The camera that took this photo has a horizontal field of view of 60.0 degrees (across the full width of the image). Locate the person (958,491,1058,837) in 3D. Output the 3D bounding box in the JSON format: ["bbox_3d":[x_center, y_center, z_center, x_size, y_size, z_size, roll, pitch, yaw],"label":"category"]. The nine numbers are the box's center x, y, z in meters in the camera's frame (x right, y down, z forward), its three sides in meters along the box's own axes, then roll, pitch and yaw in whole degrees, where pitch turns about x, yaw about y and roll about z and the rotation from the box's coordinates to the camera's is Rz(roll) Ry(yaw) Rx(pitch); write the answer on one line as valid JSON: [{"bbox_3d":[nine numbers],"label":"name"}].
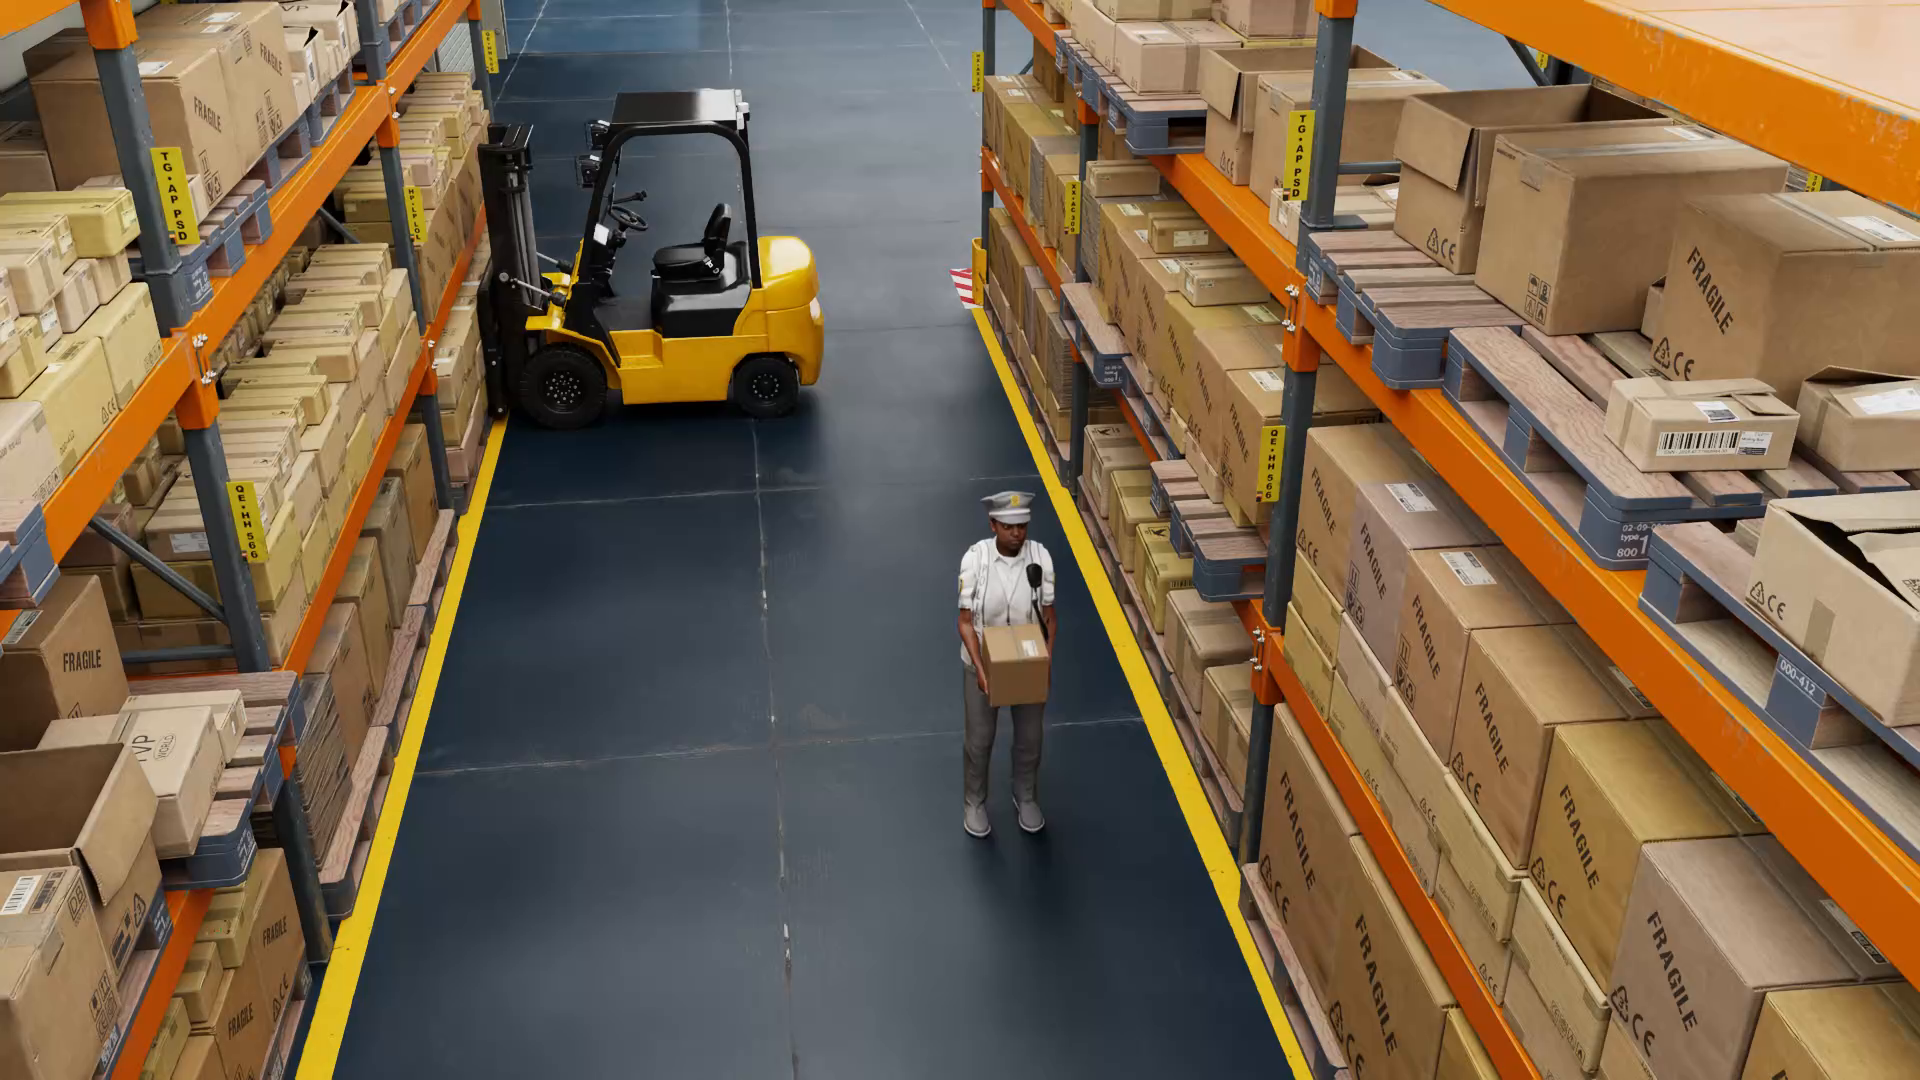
[{"bbox_3d":[0.218,0.579,7.460,0.454,1.694,0.530,-4,28,-7],"label":"person"}]
